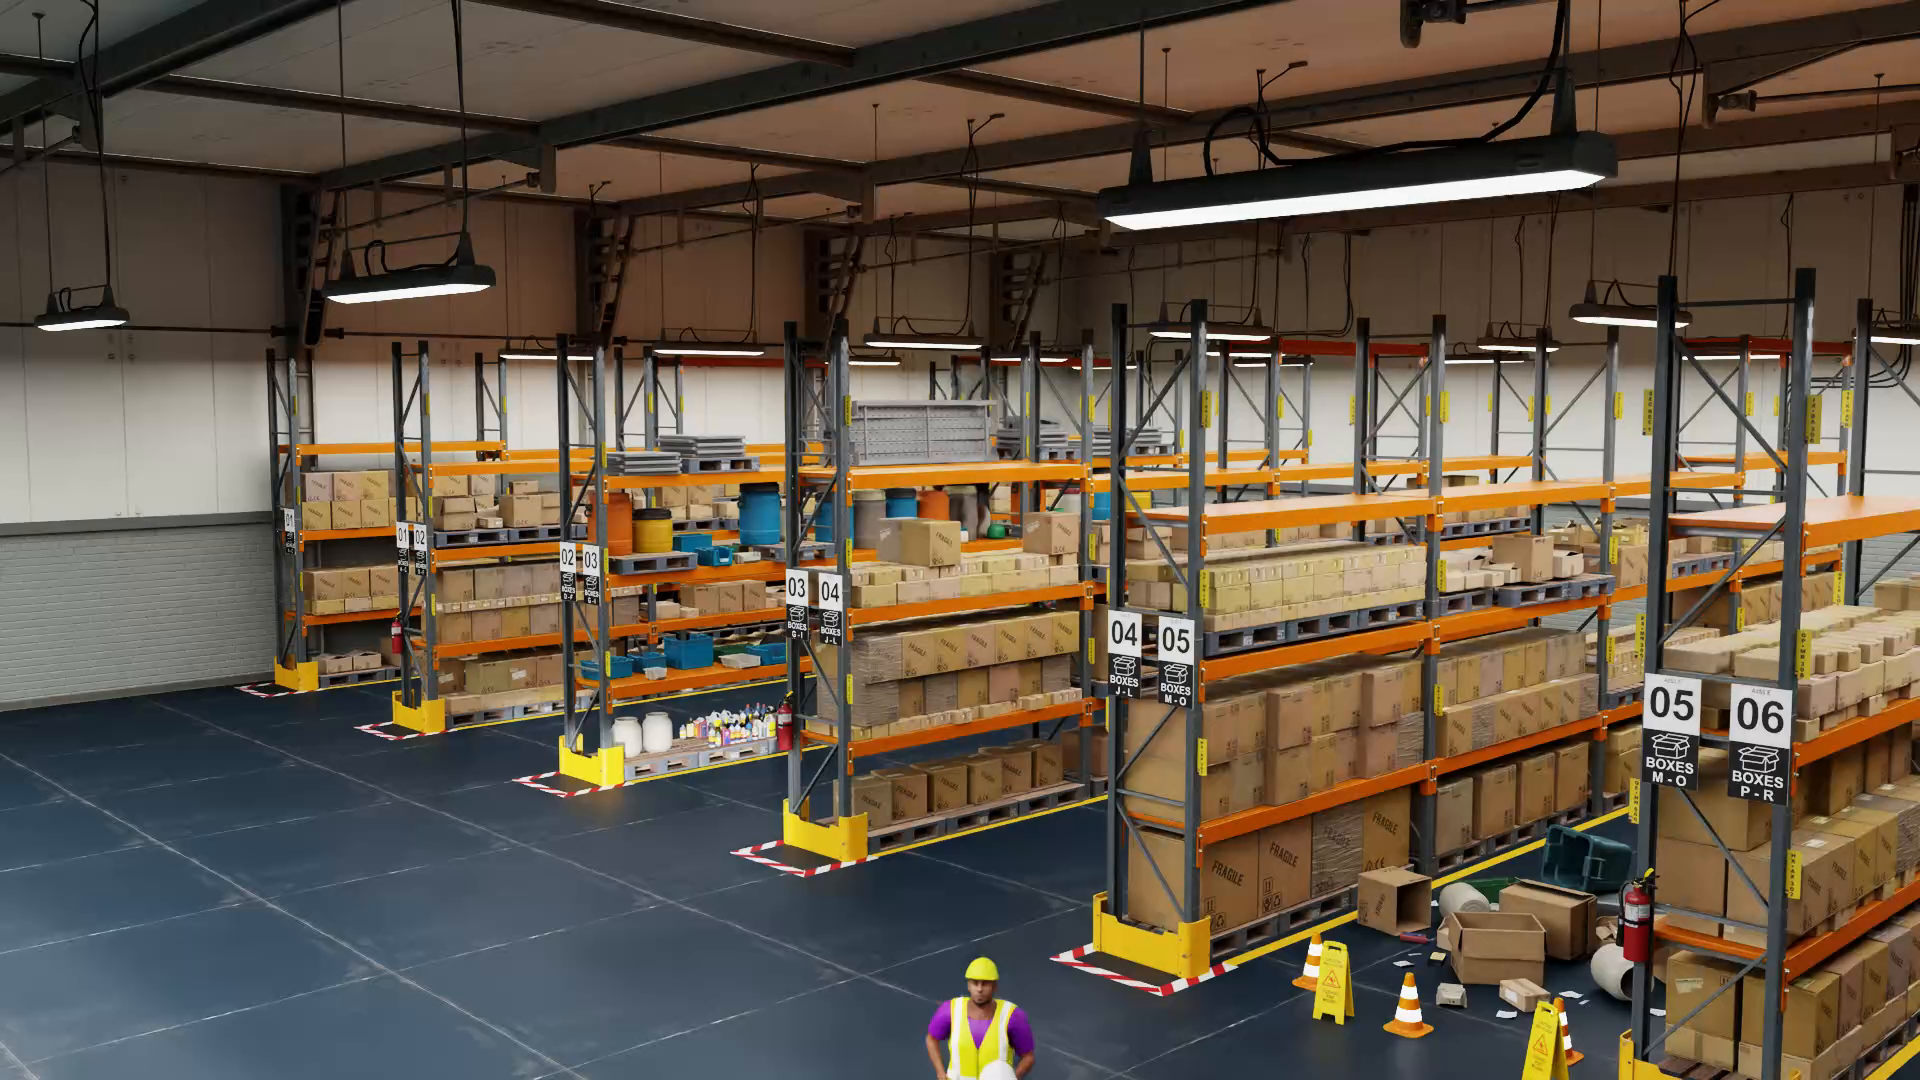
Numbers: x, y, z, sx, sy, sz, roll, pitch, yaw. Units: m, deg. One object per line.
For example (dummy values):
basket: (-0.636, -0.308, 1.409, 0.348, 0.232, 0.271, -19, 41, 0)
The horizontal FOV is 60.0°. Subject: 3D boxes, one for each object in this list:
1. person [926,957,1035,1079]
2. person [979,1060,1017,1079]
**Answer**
person: (0.112, 3.418, 10.151, 0.689, 1.722, 0.582, 0, 5, 4)
person: (0.197, 3.537, 8.505, 0.688, 1.789, 0.841, 0, 5, 3)
